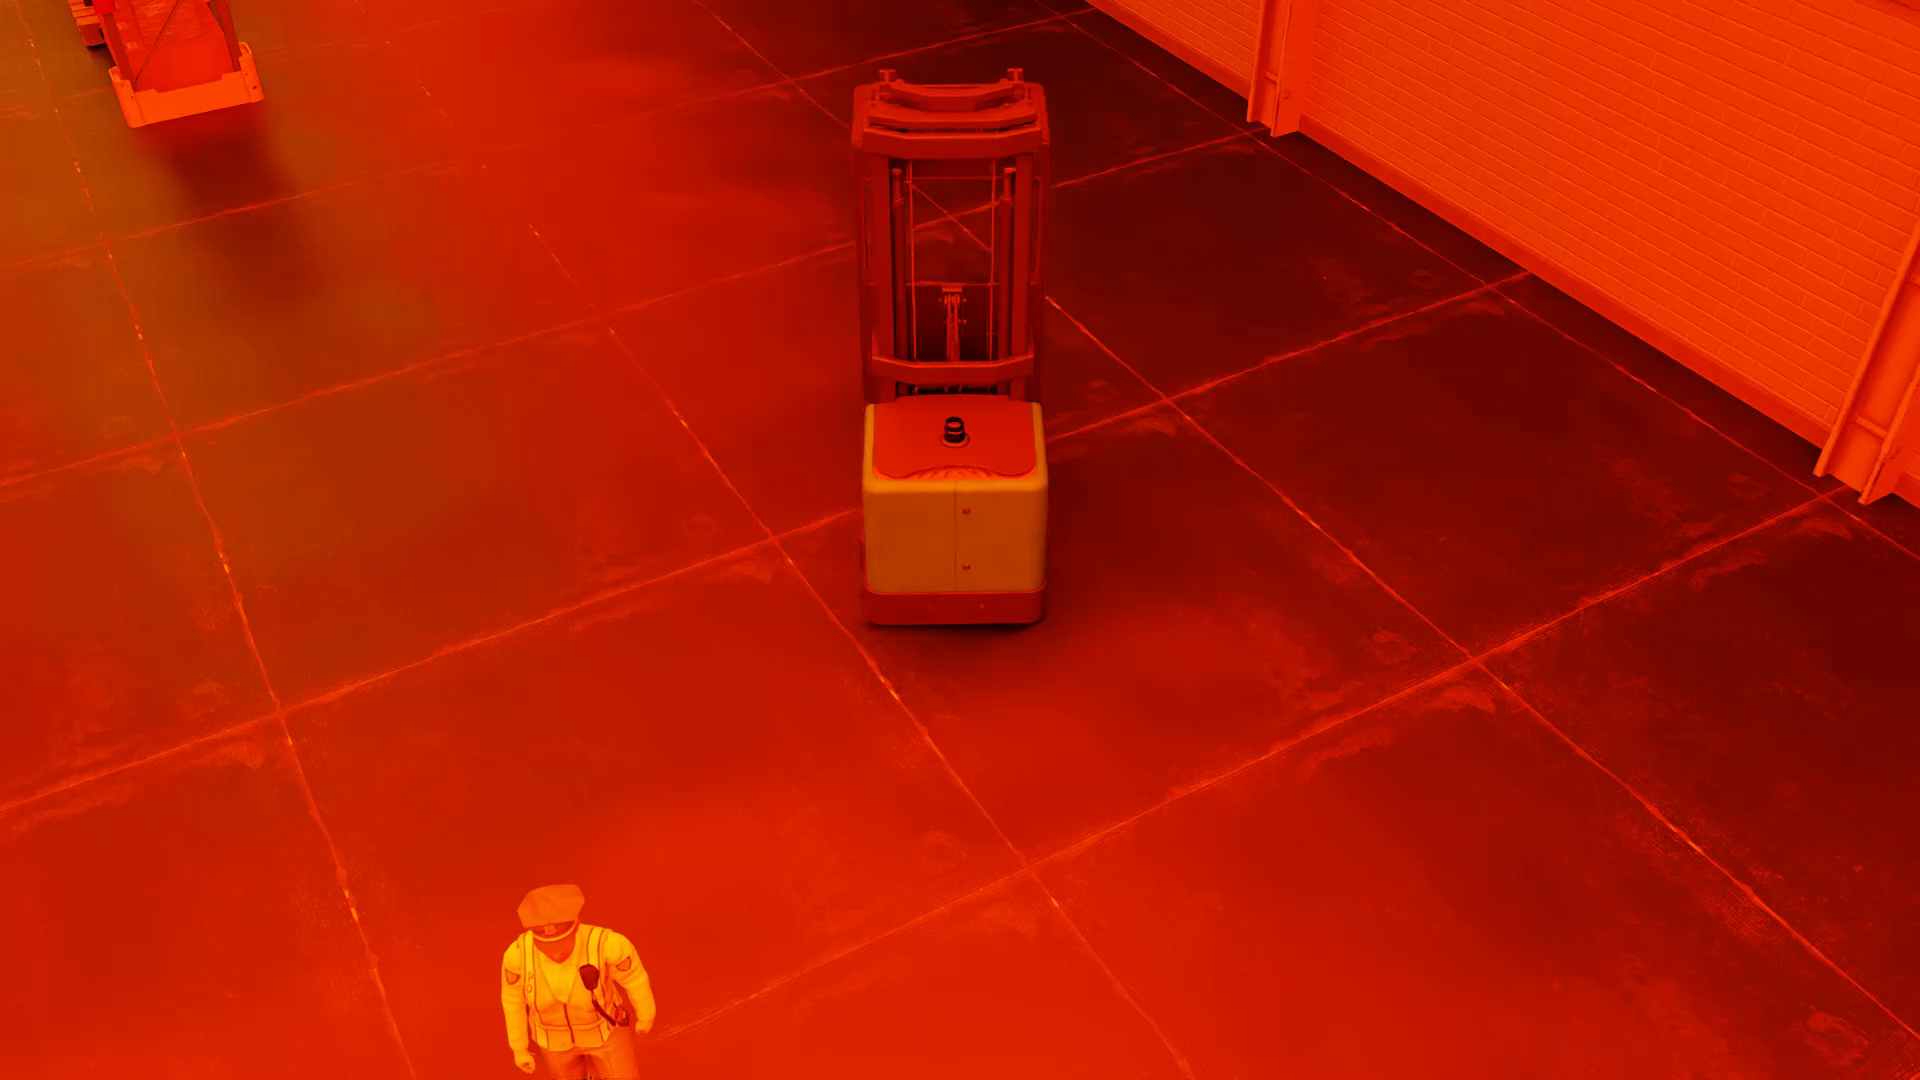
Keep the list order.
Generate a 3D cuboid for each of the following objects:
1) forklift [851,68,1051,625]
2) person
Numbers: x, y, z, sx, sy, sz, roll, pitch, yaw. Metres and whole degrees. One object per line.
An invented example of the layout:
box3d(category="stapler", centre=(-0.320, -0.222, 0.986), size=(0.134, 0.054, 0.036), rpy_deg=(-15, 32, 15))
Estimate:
box3d(category="forklift", centre=(-0.055, -1.551, 9.906), size=(1.130, 2.935, 3.031), rpy_deg=(-1, 40, -1))
box3d(category="person", centre=(-1.508, 2.019, 6.654), size=(0.582, 1.721, 0.519), rpy_deg=(-3, 40, -4))
